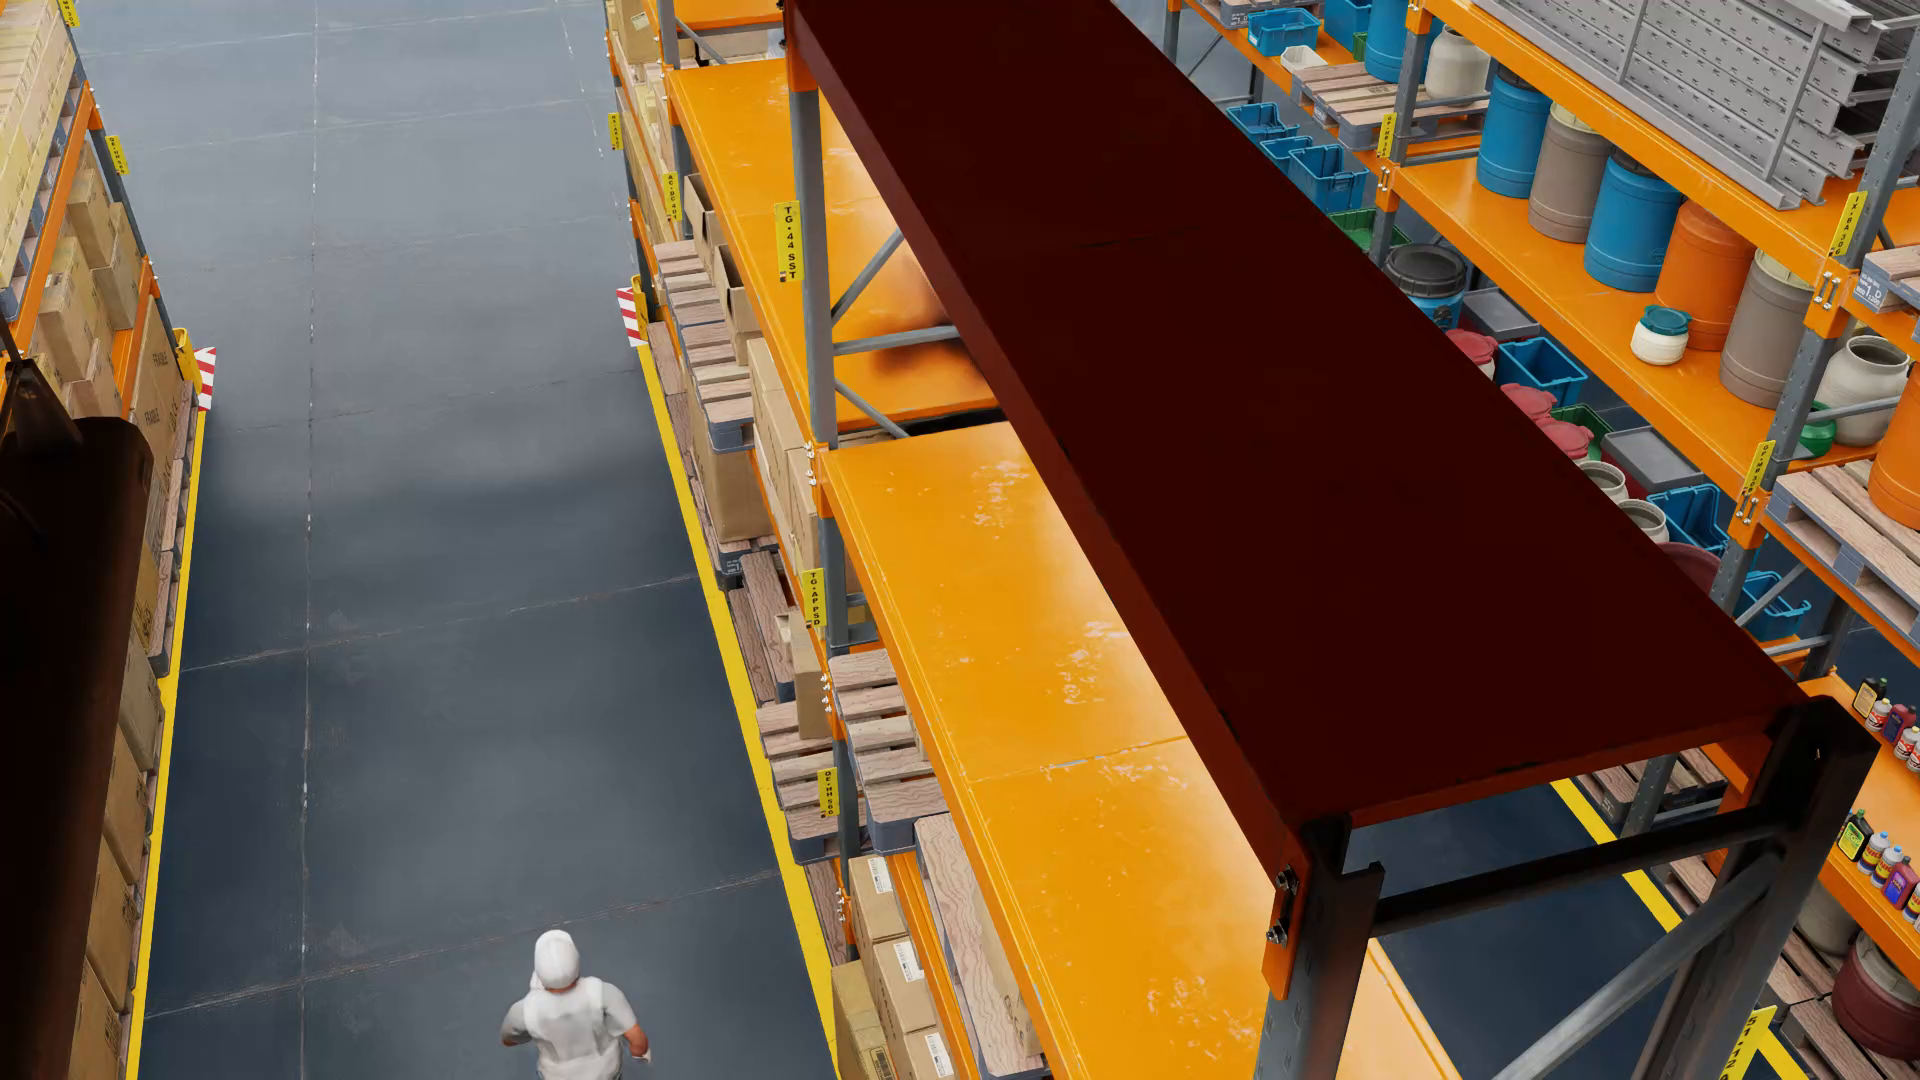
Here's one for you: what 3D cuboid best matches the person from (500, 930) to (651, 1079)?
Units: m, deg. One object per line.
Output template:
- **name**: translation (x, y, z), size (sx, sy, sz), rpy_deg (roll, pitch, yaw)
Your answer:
- **person**: translation (-1.837, 2.572, 8.083), size (0.662, 1.777, 1.004), rpy_deg (-13, 40, -16)
